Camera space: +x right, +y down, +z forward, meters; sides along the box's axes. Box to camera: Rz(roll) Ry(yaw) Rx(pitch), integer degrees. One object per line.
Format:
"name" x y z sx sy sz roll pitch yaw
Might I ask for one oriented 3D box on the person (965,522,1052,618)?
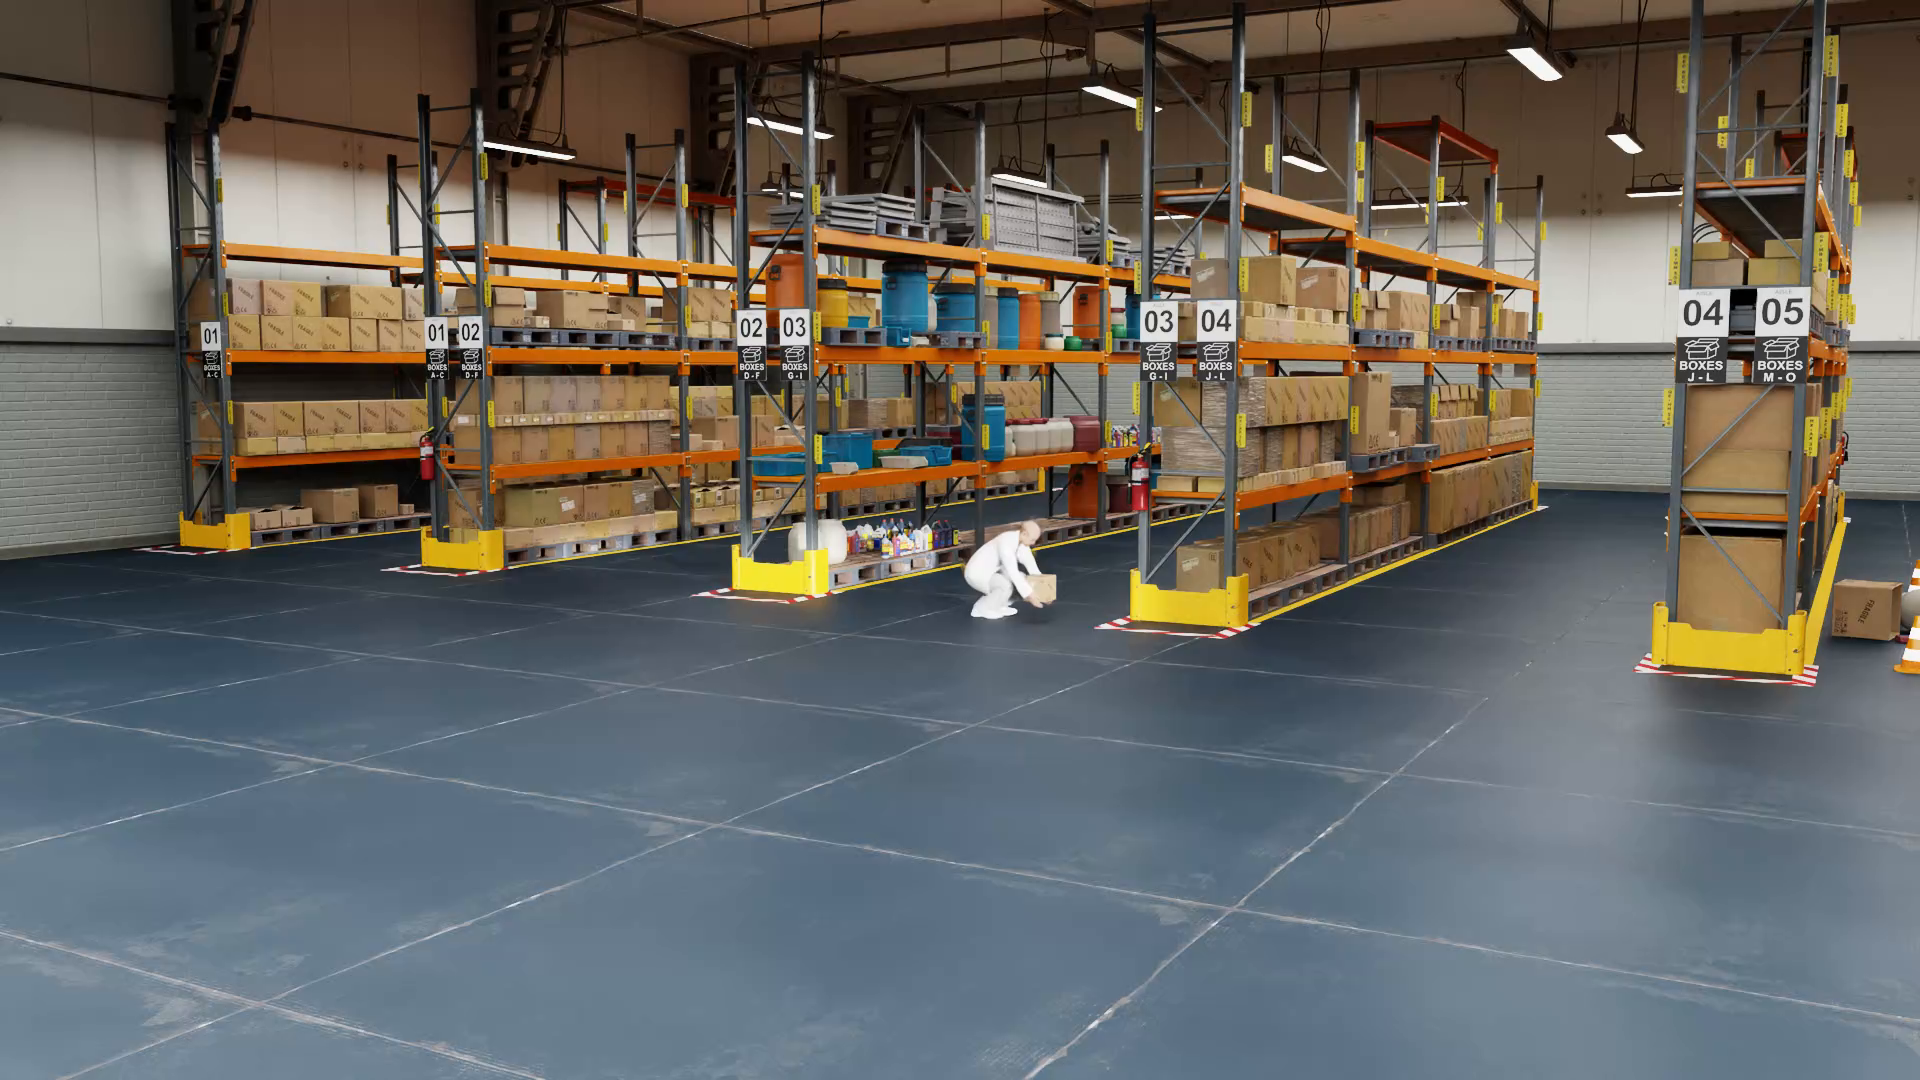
"person" 0.489 0.302 17.030 0.917 0.987 0.604 3 7 29
